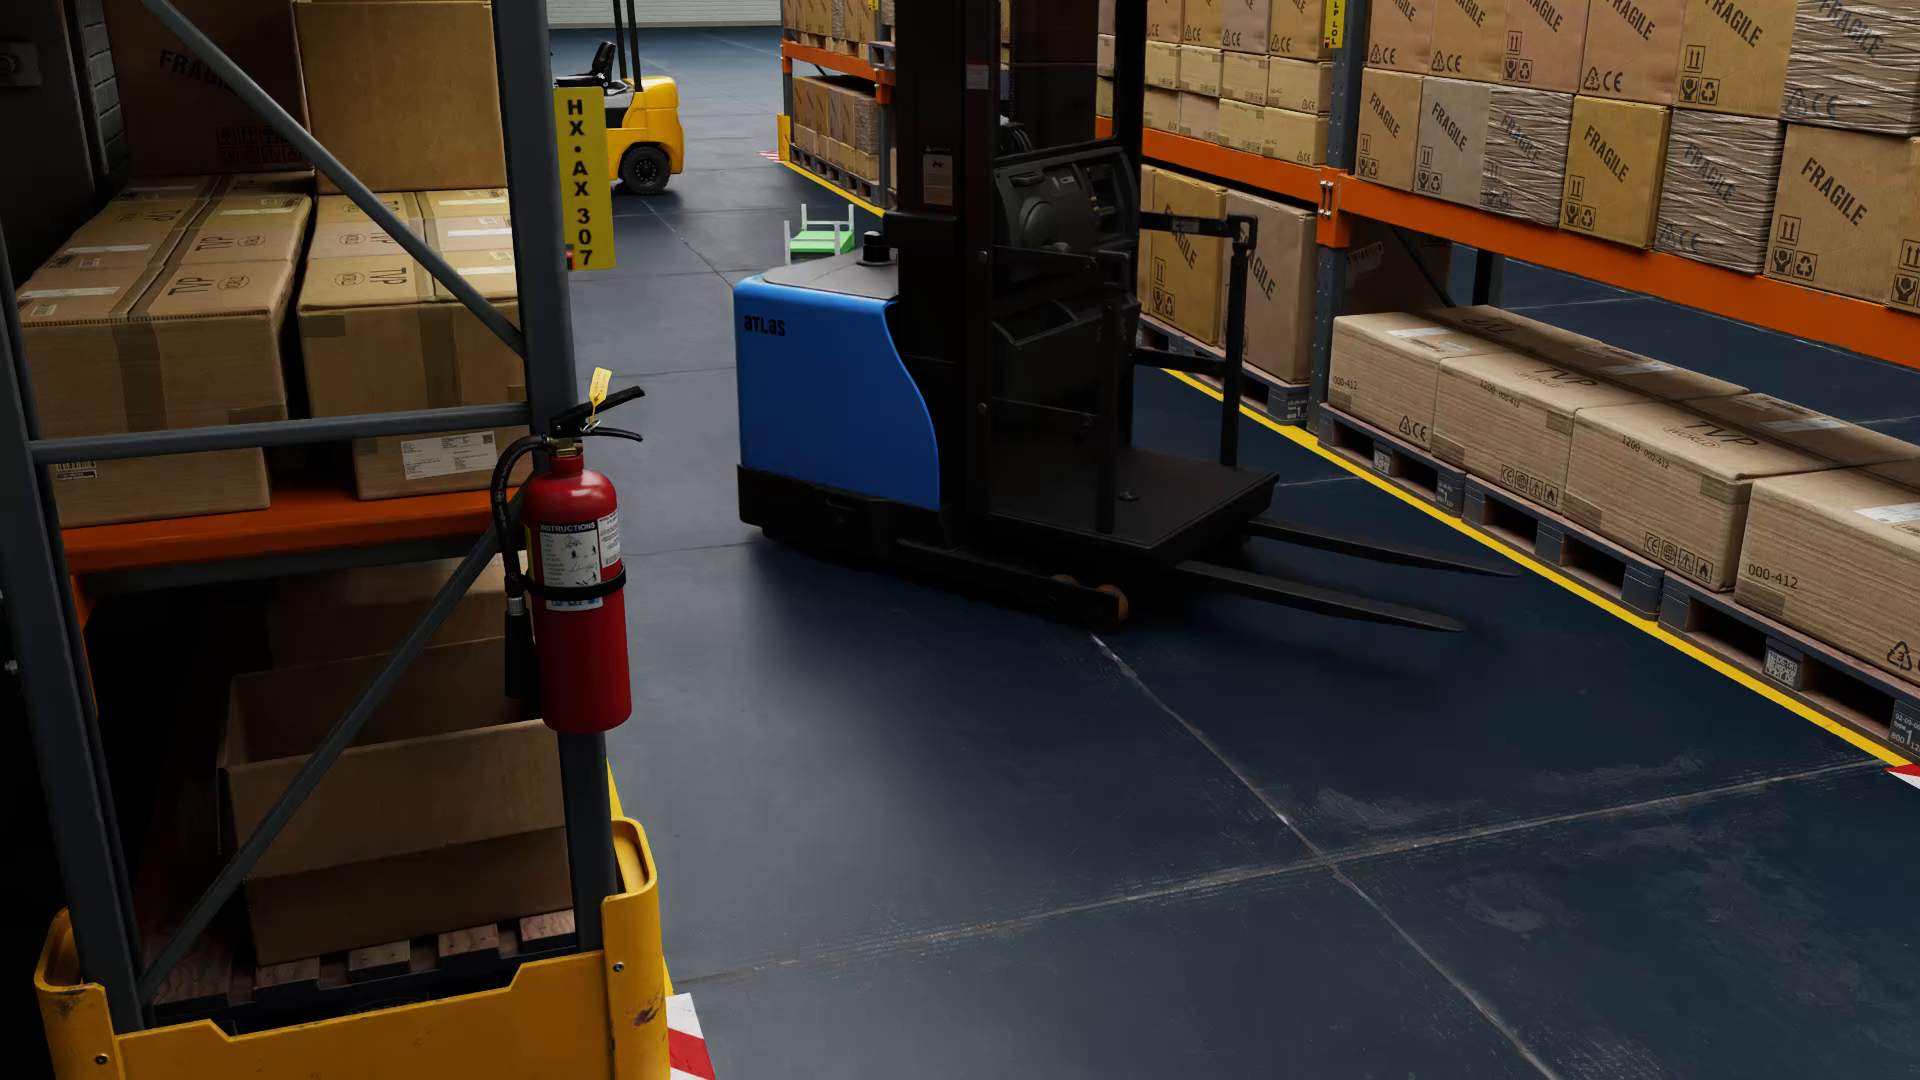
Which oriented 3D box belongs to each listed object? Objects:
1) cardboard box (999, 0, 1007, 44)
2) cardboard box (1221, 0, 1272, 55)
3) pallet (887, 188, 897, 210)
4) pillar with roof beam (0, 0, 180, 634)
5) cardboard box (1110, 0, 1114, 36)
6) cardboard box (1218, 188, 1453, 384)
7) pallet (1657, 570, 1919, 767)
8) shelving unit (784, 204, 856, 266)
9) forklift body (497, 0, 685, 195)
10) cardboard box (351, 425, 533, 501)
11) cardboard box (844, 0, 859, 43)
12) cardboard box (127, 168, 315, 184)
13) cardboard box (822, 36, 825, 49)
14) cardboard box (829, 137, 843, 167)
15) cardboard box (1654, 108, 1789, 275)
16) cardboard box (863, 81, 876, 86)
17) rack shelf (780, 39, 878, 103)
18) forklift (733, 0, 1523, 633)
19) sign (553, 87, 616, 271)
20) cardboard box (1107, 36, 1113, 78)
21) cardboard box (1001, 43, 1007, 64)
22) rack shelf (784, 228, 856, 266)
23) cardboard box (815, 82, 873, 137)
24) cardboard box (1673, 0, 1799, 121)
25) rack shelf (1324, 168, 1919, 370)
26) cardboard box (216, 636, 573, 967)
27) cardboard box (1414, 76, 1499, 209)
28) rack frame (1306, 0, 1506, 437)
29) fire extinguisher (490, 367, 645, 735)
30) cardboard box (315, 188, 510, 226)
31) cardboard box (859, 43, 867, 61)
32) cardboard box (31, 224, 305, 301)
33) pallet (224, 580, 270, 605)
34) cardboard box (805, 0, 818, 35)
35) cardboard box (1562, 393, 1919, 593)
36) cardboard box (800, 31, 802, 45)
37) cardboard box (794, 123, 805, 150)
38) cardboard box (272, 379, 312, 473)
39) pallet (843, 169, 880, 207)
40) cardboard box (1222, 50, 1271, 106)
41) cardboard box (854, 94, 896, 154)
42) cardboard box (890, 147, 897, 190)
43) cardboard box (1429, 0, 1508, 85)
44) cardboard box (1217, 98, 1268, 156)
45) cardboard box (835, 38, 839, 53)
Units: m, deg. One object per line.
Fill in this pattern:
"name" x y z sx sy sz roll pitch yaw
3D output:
"cardboard box" 0.589 -3.784 11.805 0.500 0.500 0.500 -7 21 -19
"cardboard box" 1.704 -2.799 8.645 0.500 0.500 0.500 -6 21 -16
"pallet" -0.016 -3.005 14.969 1.003 0.211 1.213 -6 21 -17
"pillar with roof beam" 0.992 -4.432 5.945 9.100 9.000 0.400 -6 21 -17
"cardboard box" 1.231 -3.291 10.013 0.500 0.500 0.500 -6 21 -16
"cardboard box" 1.982 -1.388 8.864 0.875 0.875 0.875 -6 21 -16
"pallet" 3.184 0.348 5.635 1.003 0.211 1.213 -6 21 -17
"shelving unit" -0.628 -0.902 7.654 0.258 1.200 0.503 1 20 3
"forklift body" -3.902 -4.508 16.284 2.313 2.155 1.214 -6 21 -17
"cardboard box" -1.044 -0.204 3.418 0.380 0.149 0.250 -7 21 -18
"cardboard box" -0.806 -5.034 15.907 0.500 0.500 0.500 -6 21 -15
"cardboard box" -2.234 -1.027 5.119 0.500 0.250 0.500 -6 21 -16
"cardboard box" -1.220 -5.184 17.282 0.380 0.149 0.250 -6 21 -15
"cardboard box" -1.035 -3.965 16.964 0.500 0.250 0.500 -6 21 -16
"cardboard box" 2.793 -1.216 5.717 0.500 0.500 0.500 -6 21 -16
"cardboard box" -0.700 -4.548 17.477 0.500 0.500 0.500 -7 21 -18
"rack shelf" -0.890 -4.870 17.102 1.077 0.370 4.000 -6 21 -17
"forklift" 0.578 -1.255 6.073 3.031 2.935 1.130 13 24 32
"sign" -0.686 -0.652 3.015 0.100 0.325 0.005 -6 21 -17
"cardboard box" 1.227 -2.932 10.124 0.500 0.250 0.500 -6 21 -17
"cardboard box" 0.516 -3.521 12.032 0.380 0.149 0.250 -6 21 -16
"rack shelf" -0.628 -1.294 7.514 0.258 0.148 0.480 1 20 3
"cardboard box" -1.202 -4.482 17.294 0.500 0.500 0.500 -6 21 -16
"cardboard box" 2.788 -1.686 5.547 0.500 0.500 0.500 -6 21 -17
"rack shelf" 2.881 -1.019 6.380 1.077 0.370 4.000 -6 21 -17
"cardboard box" -1.303 0.584 3.926 0.797 0.503 0.637 -7 21 -19
"cardboard box" 2.306 -1.706 7.081 0.500 0.500 0.500 -6 21 -17
"rack frame" 2.253 -1.999 8.046 1.000 3.000 0.127 -6 21 -17
"fire extinguisher" -0.716 0.023 3.082 0.296 0.674 0.183 -6 21 -17
"cardboard box" -1.409 -0.755 4.363 0.500 0.250 0.500 -7 21 -18
"cardboard box" -0.737 -4.599 15.654 0.380 0.149 0.250 -6 21 -16
"cardboard box" -1.758 -0.542 3.769 0.500 0.250 0.500 -6 21 -17
"pallet" -2.243 0.062 6.432 1.003 0.211 1.213 -6 21 -17
"cardboard box" -1.306 -5.527 17.278 0.500 0.500 0.500 -7 21 -18
"cardboard box" 2.912 -0.202 6.209 0.875 0.438 0.875 -6 21 -16
"cardboard box" -1.509 -5.428 17.962 0.380 0.149 0.250 -7 21 -19
"cardboard box" -1.528 -4.466 18.358 0.500 0.250 0.500 -7 21 -18
"cardboard box" -1.581 -0.235 3.504 0.380 0.149 0.250 -6 21 -16
"pallet" -0.506 -3.466 16.254 1.003 0.211 1.213 -6 21 -17
"cardboard box" 1.719 -2.439 8.753 0.500 0.250 0.500 -6 21 -16
"cardboard box" -0.702 -3.985 15.910 0.500 0.500 0.500 -7 21 -18
"cardboard box" -0.095 -3.360 15.099 0.950 0.372 0.625 -6 21 -17
"cardboard box" 2.325 -2.176 6.910 0.500 0.500 0.500 -7 21 -18
"cardboard box" 1.713 -2.210 8.853 0.500 0.250 0.500 -7 21 -18
"cardboard box" -1.027 -4.930 16.577 0.380 0.149 0.250 -7 21 -18
